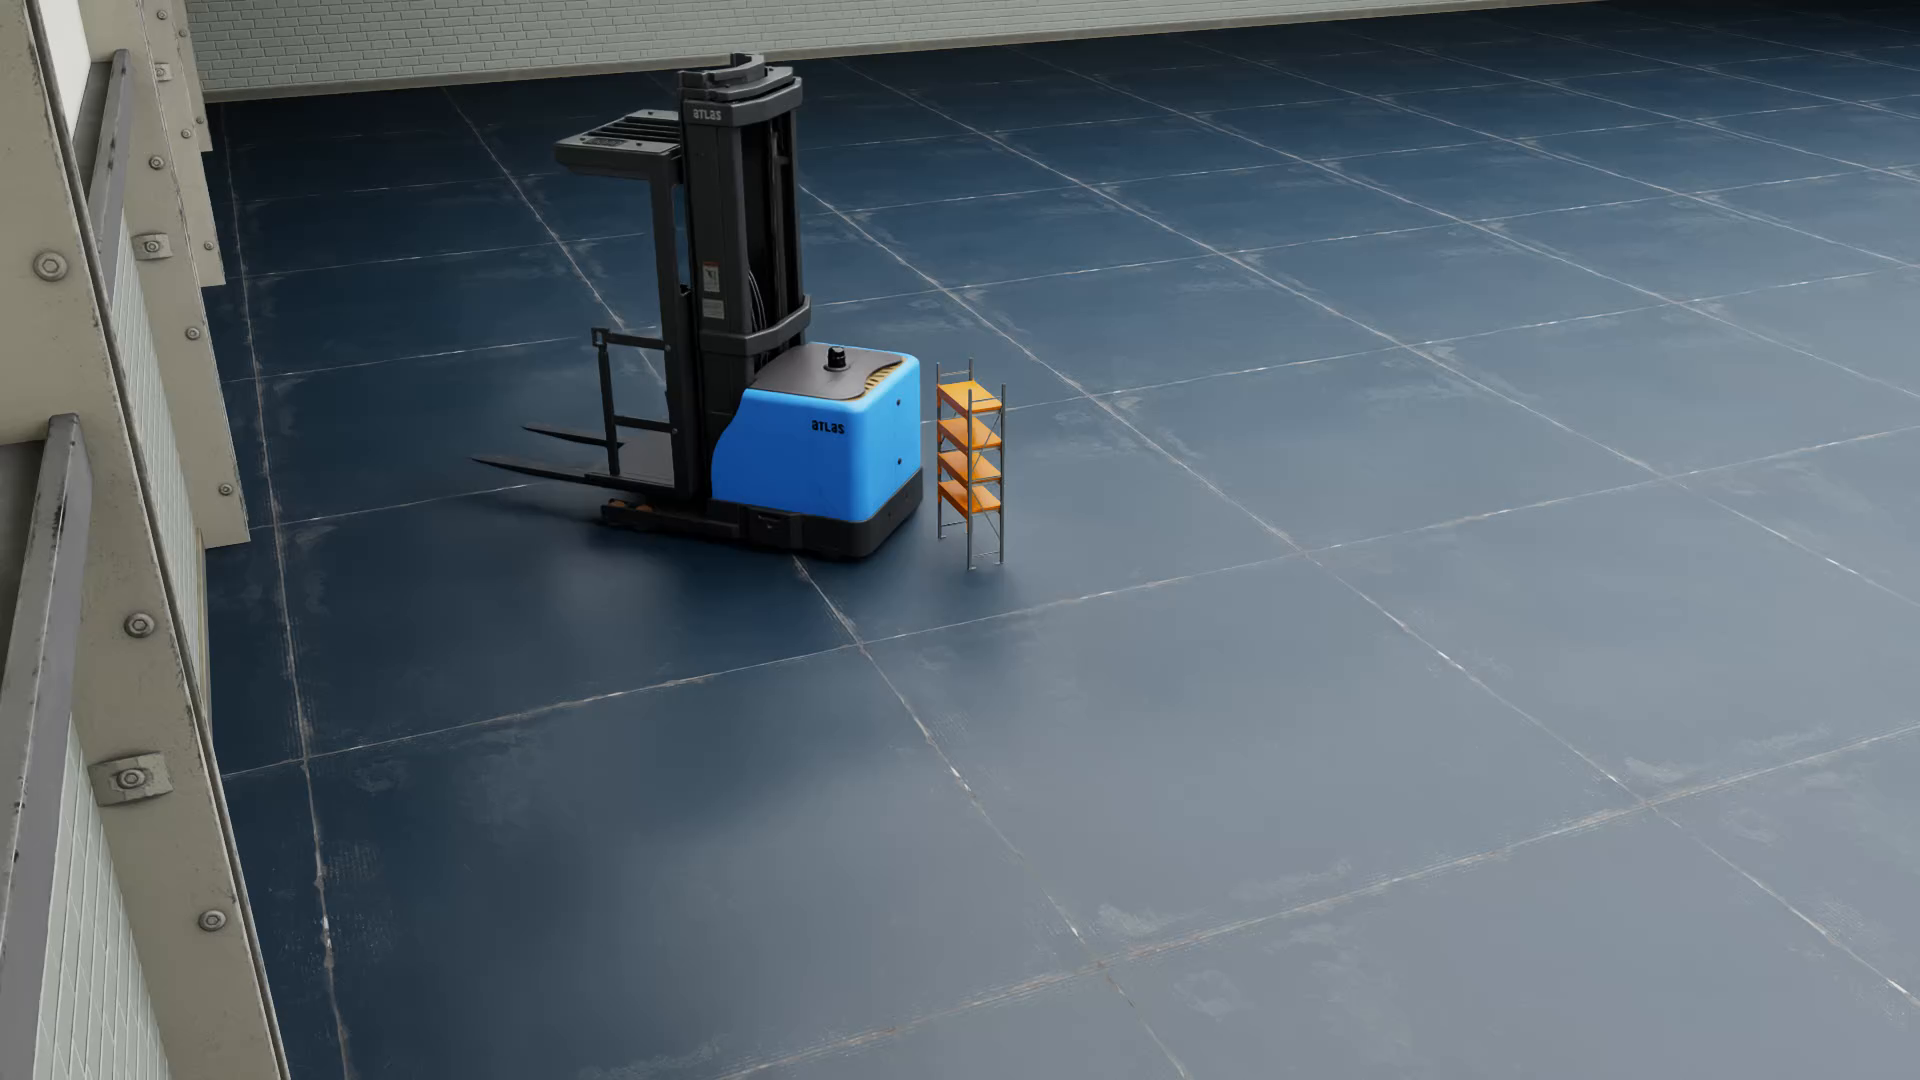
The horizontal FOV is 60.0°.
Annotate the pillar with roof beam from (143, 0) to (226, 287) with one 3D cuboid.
[{"bbox_3d":[-3.188,-7.250,15.343,9.100,9.000,0.400,-11,28,-21],"label":"pillar with roof beam"}]

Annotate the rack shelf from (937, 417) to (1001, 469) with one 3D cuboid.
[{"bbox_3d":[0.065,-0.613,10.281,0.258,0.148,0.480,-11,28,-21],"label":"rack shelf"}]

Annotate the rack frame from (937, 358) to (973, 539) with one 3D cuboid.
[{"bbox_3d":[-0.031,-0.571,10.552,0.240,1.200,0.015,-11,28,-21],"label":"rack frame"}]

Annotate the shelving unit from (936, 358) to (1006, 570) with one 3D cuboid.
[{"bbox_3d":[0.065,-0.472,10.350,0.258,1.200,0.503,-11,28,-21],"label":"shelving unit"}]

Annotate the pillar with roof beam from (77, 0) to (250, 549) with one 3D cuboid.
[{"bbox_3d":[-0.839,-4.828,10.382,9.100,9.000,0.400,-11,28,-21],"label":"pillar with roof beam"}]

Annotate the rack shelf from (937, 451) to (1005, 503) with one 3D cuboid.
[{"bbox_3d":[0.065,-0.412,10.379,0.258,0.148,0.480,-11,28,-21],"label":"rack shelf"}]

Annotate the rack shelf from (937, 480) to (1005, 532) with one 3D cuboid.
[{"bbox_3d":[0.065,-0.233,10.467,0.258,0.148,0.480,-11,28,-21],"label":"rack shelf"}]

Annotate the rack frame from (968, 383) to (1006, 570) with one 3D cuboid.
[{"bbox_3d":[0.160,-0.374,10.148,0.240,1.200,0.015,-11,28,-21],"label":"rack frame"}]

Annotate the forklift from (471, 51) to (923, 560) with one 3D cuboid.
[{"bbox_3d":[-1.818,-1.580,10.646,3.031,2.935,1.130,9,28,18],"label":"forklift"}]

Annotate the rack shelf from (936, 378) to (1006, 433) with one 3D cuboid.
[{"bbox_3d":[0.065,-0.825,10.177,0.258,0.148,0.480,-11,28,-21],"label":"rack shelf"}]

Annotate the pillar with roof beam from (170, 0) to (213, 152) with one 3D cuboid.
[{"bbox_3d":[-5.538,-9.672,20.304,9.100,9.000,0.400,-11,28,-21],"label":"pillar with roof beam"}]
